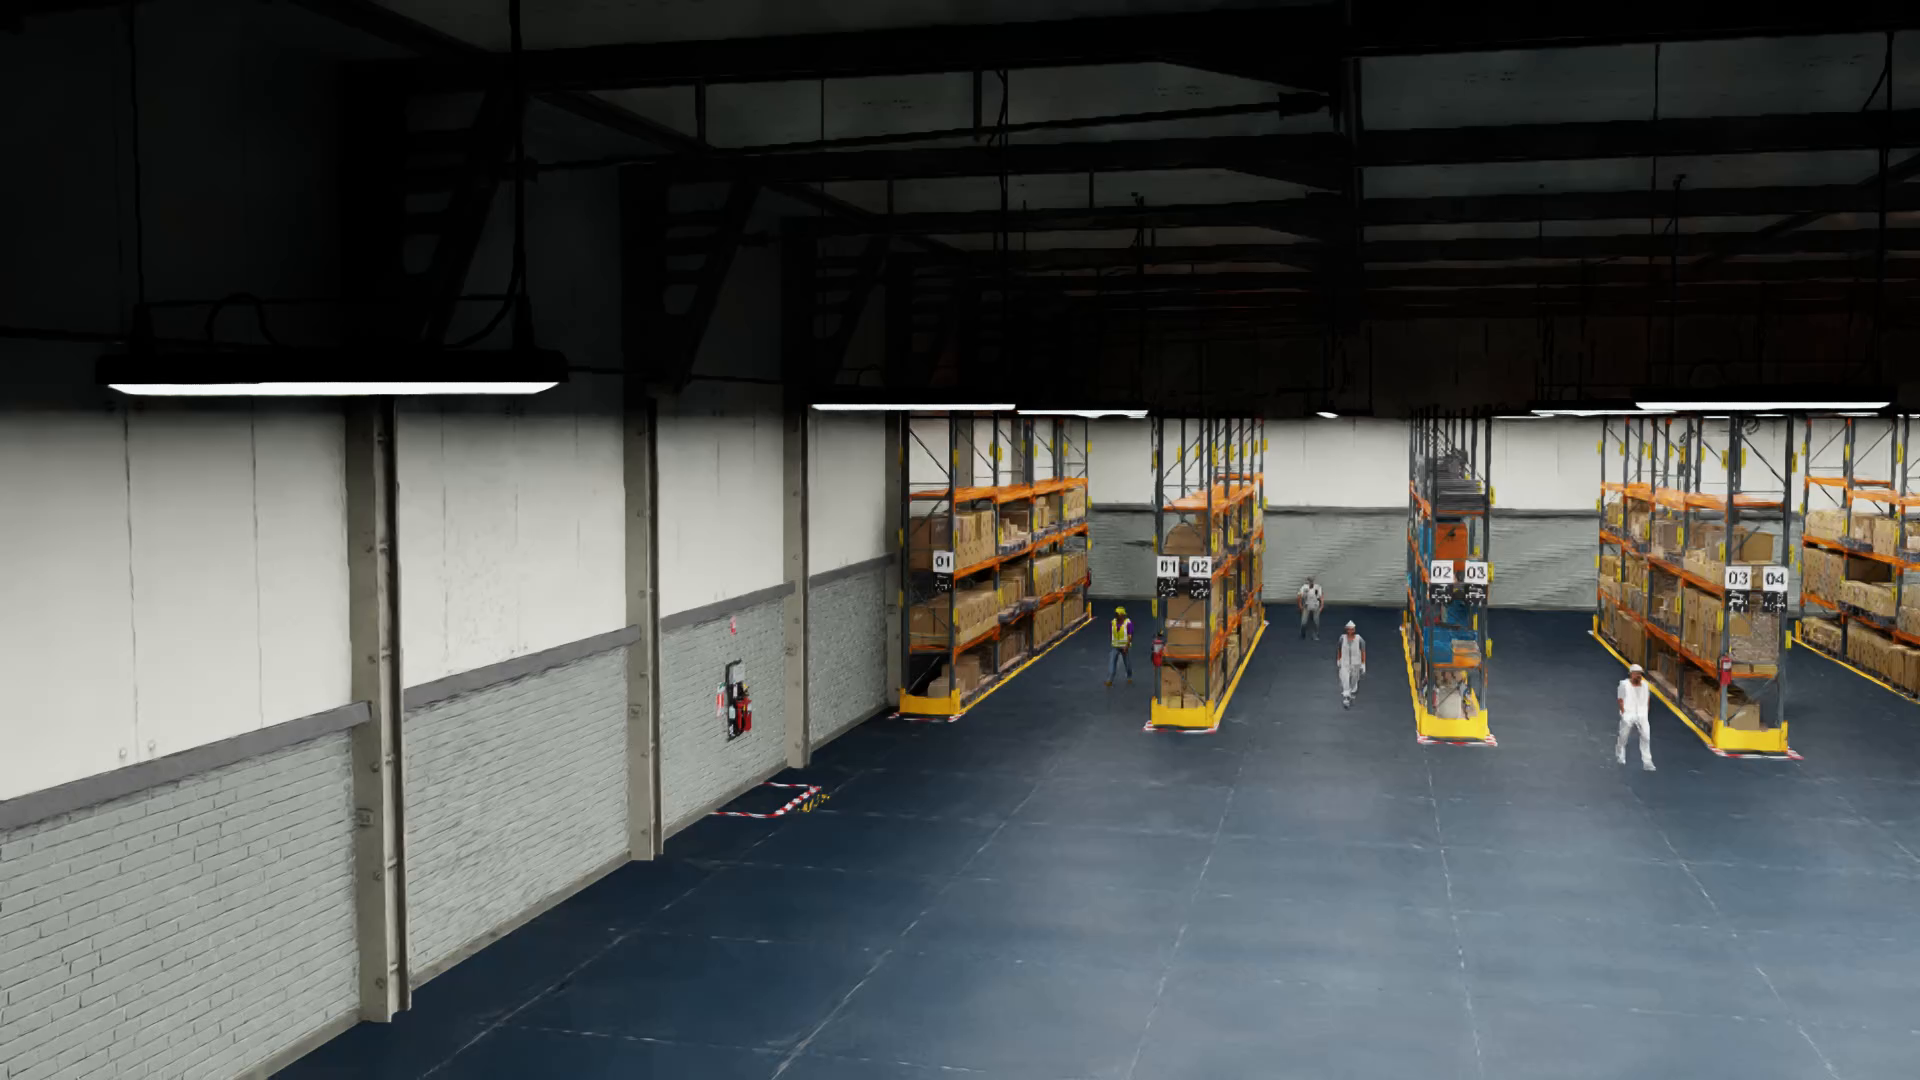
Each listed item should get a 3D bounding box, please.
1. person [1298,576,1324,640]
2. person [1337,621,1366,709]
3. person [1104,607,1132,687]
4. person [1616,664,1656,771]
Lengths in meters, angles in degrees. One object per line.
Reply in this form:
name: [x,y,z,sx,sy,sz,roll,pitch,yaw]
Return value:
person: [9.147,1.771,43.352,0.687,1.699,0.558,1,4,10]
person: [7.809,2.477,33.174,0.576,1.741,1.048,1,4,13]
person: [3.463,2.290,35.938,0.566,1.716,1.052,2,4,22]
person: [11.098,2.896,27.342,0.549,1.732,1.047,0,4,5]
